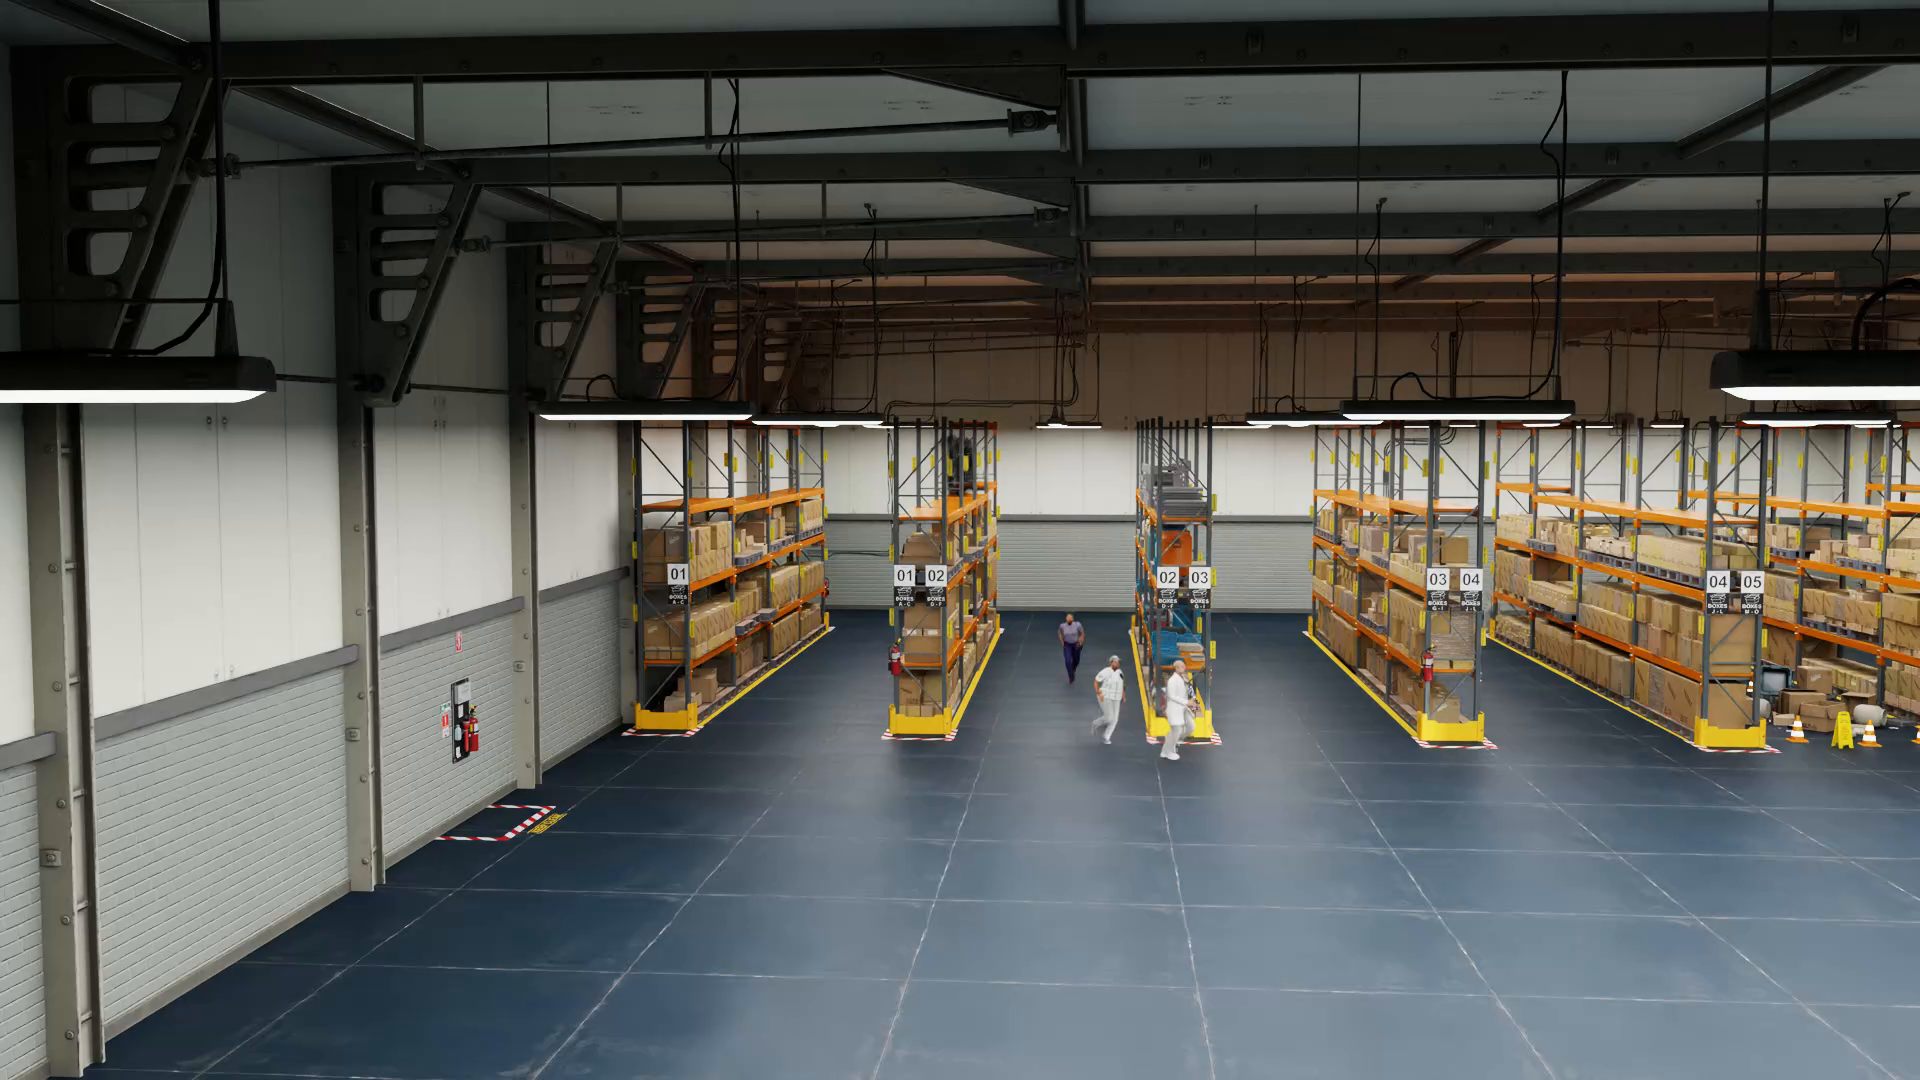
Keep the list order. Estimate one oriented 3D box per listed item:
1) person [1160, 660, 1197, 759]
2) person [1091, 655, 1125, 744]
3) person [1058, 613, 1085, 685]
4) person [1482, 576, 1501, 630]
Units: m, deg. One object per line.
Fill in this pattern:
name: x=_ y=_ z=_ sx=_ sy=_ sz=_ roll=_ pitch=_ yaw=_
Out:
person: x=3.838 y=2.959 z=29.006 sx=0.715 sy=1.733 sz=0.690 roll=2 pitch=4 yaw=31
person: x=2.793 y=2.926 z=30.659 sx=0.651 sy=1.596 sz=0.547 roll=-2 pitch=4 yaw=-28
person: x=2.544 y=2.464 z=38.033 sx=0.609 sy=1.646 sz=0.882 roll=0 pitch=4 yaw=4
person: x=15.233 y=1.797 z=47.487 sx=0.853 sy=1.667 sz=0.622 roll=1 pitch=4 yaw=20
